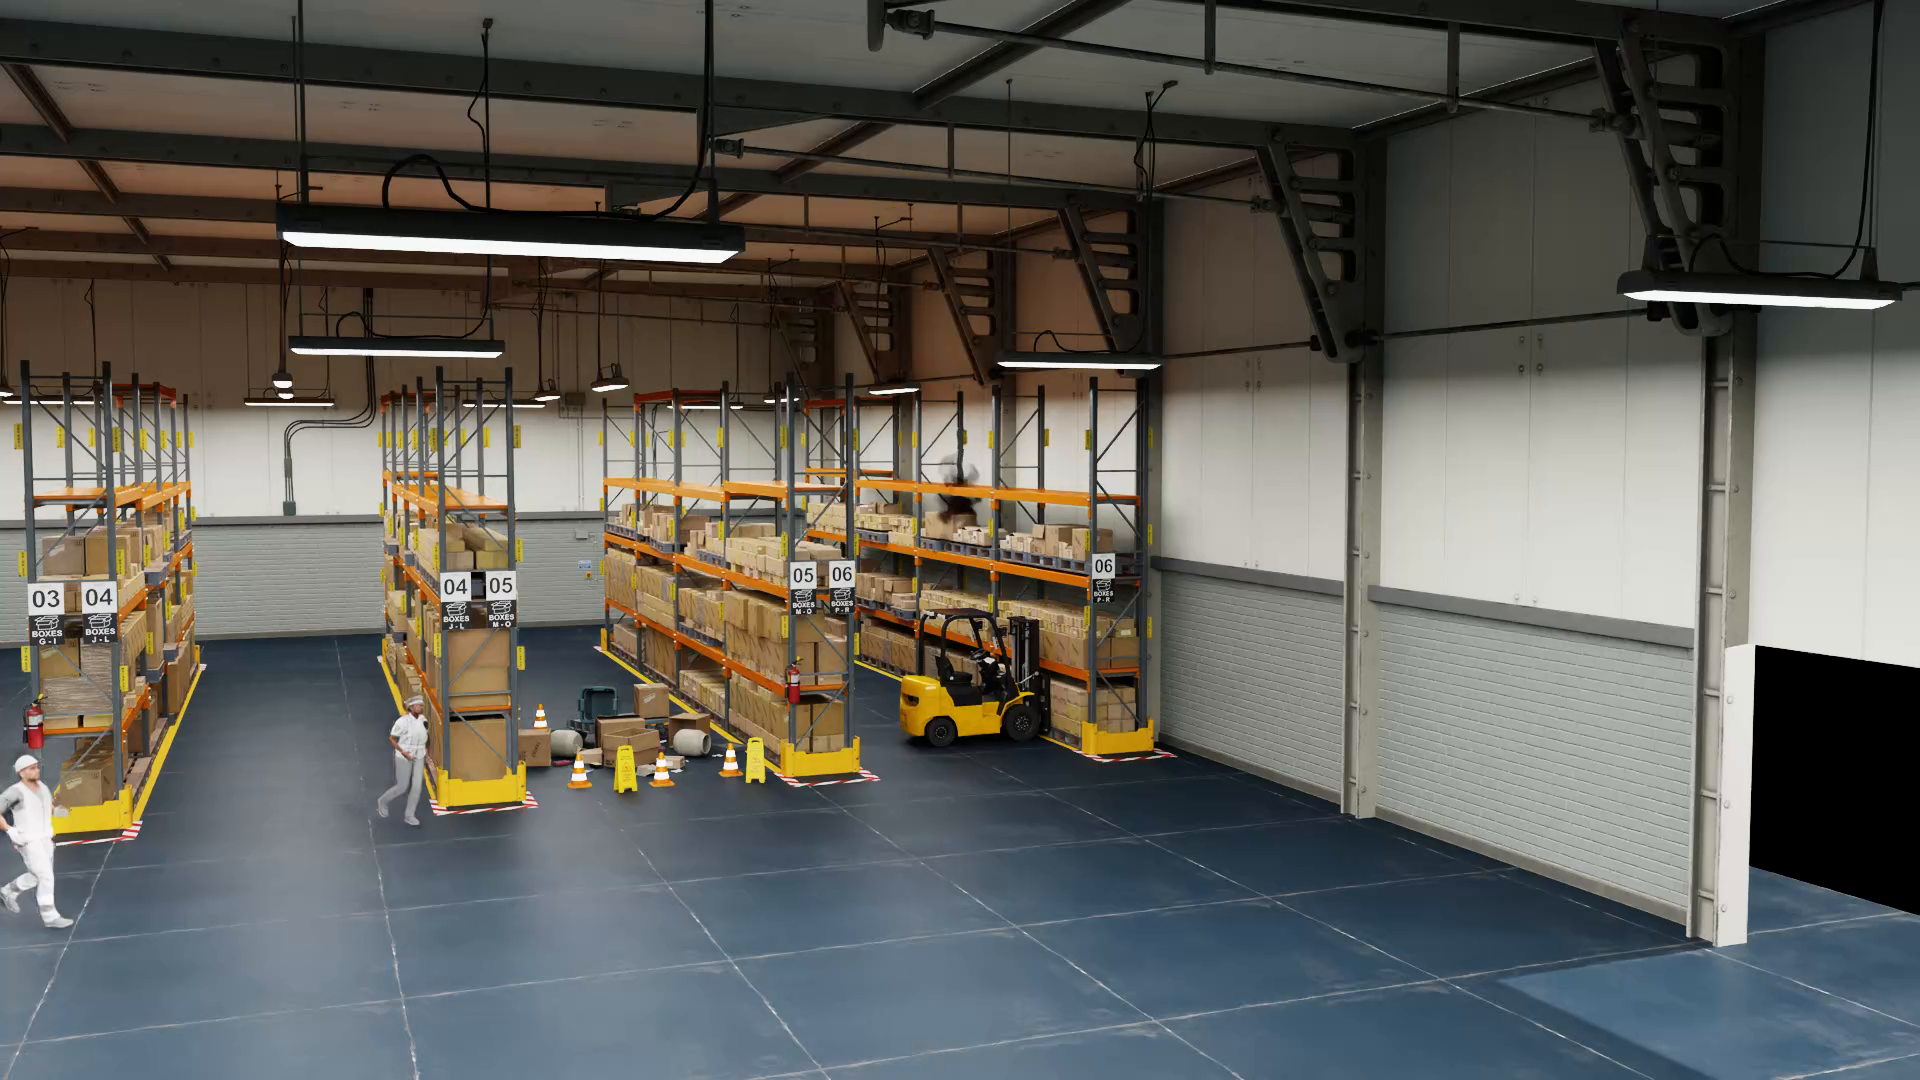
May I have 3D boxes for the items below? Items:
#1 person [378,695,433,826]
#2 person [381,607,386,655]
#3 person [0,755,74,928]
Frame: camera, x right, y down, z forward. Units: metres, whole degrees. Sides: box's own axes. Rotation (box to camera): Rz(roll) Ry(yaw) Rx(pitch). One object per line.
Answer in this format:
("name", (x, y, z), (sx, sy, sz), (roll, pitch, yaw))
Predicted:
("person", (-7.198, 2.862, 21.846), (0.663, 1.657, 0.645), (3, 4, 36))
("person", (-13.133, 1.858, 38.829), (0.683, 1.755, 0.603), (-3, 5, -45))
("person", (-9.536, 3.086, 17.068), (0.928, 1.766, 0.669), (1, 3, 9))
